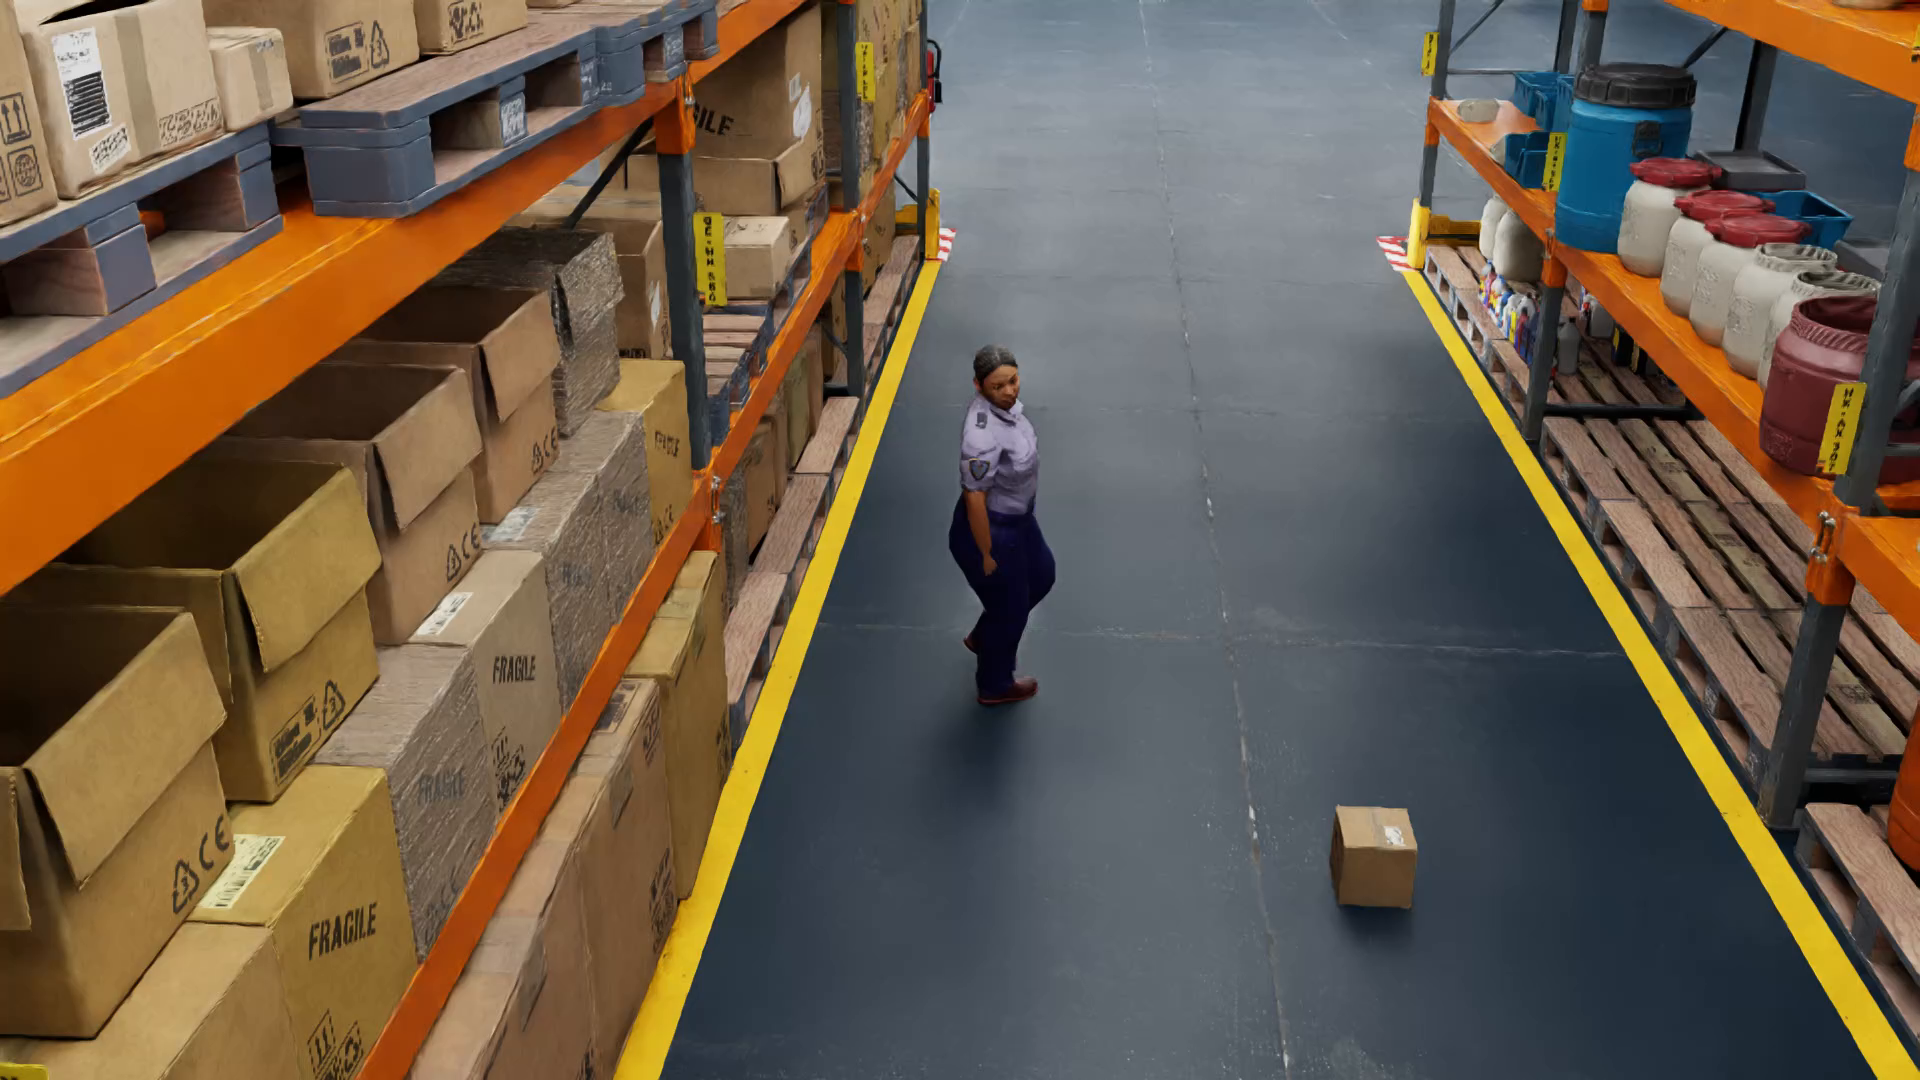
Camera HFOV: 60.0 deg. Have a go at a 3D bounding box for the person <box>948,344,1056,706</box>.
[{"bbox_3d":[0.178,-0.049,6.750,0.432,1.640,0.641,2,25,4],"label":"person"}]
